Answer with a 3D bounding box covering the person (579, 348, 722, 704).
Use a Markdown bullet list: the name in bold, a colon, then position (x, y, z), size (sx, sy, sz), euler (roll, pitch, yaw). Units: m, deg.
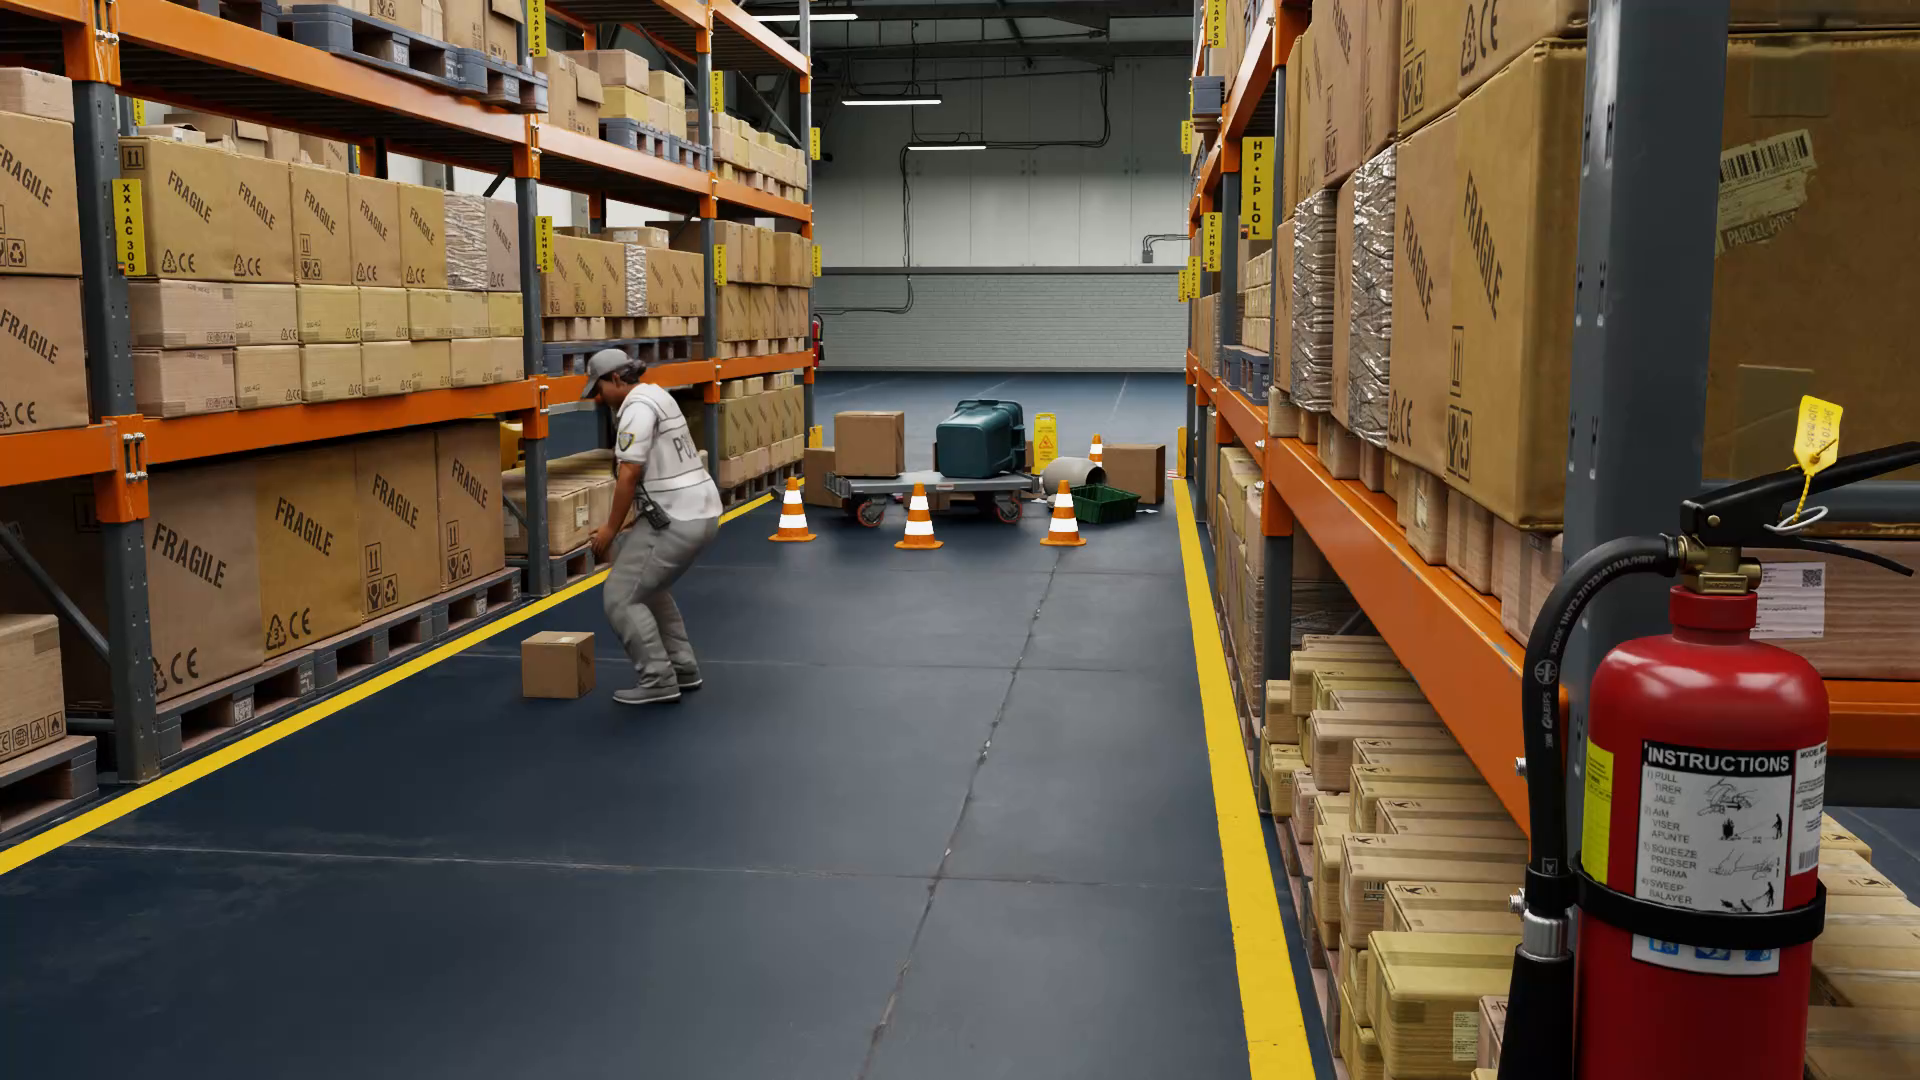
- **person**: position (-1.379, -0.063, 7.272), size (0.539, 1.541, 0.519), euler (1, 8, 7)
